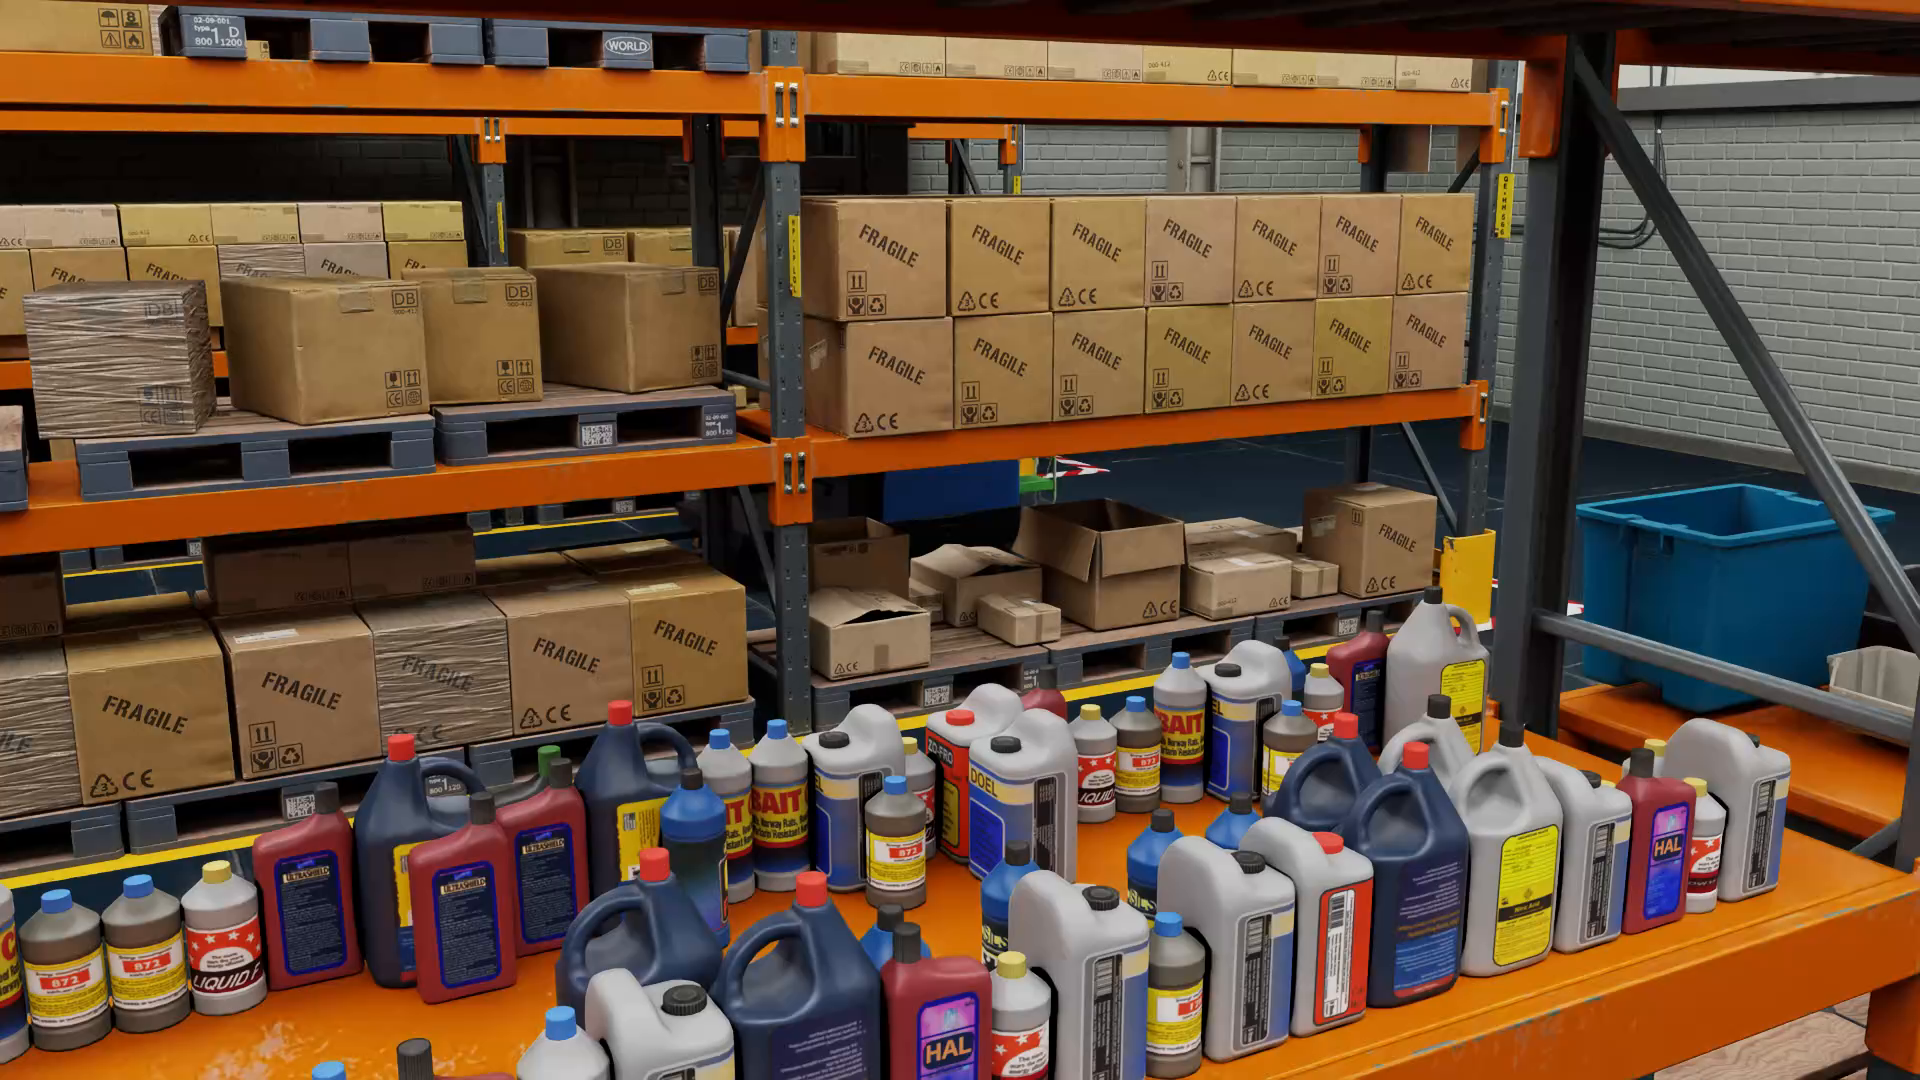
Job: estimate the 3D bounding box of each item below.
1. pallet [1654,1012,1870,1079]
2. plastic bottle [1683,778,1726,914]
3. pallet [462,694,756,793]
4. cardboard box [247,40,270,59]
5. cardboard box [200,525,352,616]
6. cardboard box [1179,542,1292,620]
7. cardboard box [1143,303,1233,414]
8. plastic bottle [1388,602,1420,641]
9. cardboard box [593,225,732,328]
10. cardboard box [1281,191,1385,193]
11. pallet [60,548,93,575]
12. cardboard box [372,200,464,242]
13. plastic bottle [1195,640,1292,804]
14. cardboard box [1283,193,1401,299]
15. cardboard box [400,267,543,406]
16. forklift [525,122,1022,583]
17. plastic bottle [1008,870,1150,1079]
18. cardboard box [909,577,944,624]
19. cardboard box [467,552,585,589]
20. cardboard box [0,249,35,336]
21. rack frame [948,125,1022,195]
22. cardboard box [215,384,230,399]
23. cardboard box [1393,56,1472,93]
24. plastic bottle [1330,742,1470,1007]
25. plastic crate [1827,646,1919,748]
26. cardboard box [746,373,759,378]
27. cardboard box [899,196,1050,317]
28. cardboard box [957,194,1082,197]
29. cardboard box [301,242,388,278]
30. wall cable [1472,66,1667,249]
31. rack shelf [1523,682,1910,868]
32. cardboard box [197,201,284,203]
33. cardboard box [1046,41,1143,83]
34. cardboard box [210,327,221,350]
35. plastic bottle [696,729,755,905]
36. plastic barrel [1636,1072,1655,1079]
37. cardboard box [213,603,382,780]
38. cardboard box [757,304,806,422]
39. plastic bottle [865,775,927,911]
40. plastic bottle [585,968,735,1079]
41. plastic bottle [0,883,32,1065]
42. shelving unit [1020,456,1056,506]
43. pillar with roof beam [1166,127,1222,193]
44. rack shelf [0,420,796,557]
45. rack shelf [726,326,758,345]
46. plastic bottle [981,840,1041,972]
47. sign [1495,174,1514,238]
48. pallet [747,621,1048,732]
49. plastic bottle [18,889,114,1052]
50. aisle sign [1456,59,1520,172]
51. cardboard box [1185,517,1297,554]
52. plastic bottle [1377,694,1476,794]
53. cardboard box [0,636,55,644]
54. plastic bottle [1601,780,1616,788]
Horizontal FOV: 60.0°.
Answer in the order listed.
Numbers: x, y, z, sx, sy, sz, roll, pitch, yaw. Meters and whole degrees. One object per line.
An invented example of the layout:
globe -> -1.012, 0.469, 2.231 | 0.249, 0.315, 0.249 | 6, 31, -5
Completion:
pallet -> 2.054, 1.533, 3.818 | 1.213, 0.211, 1.003 | -7, 14, -28
plastic bottle -> 1.148, 0.475, 2.618 | 0.097, 0.201, 0.097 | 0, 13, 0
pallet -> -1.638, 0.755, 7.272 | 1.213, 0.211, 1.003 | -7, 14, -28
cardboard box -> -4.602, -3.237, 10.597 | 0.500, 0.500, 0.700 | -7, 15, -29
cardboard box -> -2.802, 0.103, 6.803 | 0.500, 0.250, 0.500 | -7, 15, -29
cardboard box -> 1.361, 0.207, 8.619 | 0.500, 0.250, 0.500 | -7, 14, -28
cardboard box -> 0.969, -0.908, 8.086 | 0.500, 0.500, 0.500 | -7, 14, -29
plastic bottle -> 0.901, 0.270, 3.342 | 0.133, 0.283, 0.061 | -7, 14, -28
cardboard box -> -2.192, -1.928, 12.162 | 0.700, 0.700, 0.980 | -7, 15, -29
cardboard box -> 2.053, -1.659, 9.146 | 0.500, 0.500, 0.500 | -6, 14, -26
pallet -> -6.102, 0.061, 10.359 | 1.213, 0.211, 1.003 | -7, 14, -28
cardboard box -> -3.607, -2.123, 11.053 | 0.500, 0.250, 0.500 | -6, 14, -26
plastic bottle -> 0.518, 0.331, 3.088 | 0.135, 0.276, 0.152 | -7, 14, -28
cardboard box -> 1.867, -1.502, 8.447 | 0.500, 0.500, 0.500 | -6, 14, -26
cardboard box -> -2.039, -0.860, 6.916 | 0.500, 0.500, 0.700 | -4, 13, -19
forklift -> -1.122, -1.275, 10.100 | 3.031, 2.935, 1.130 | -8, 15, -31
plastic bottle -> 0.152, 0.551, 2.110 | 0.135, 0.276, 0.152 | -7, 14, -28
cardboard box -> -0.278, 0.313, 8.379 | 0.250, 0.149, 0.380 | -7, 14, -28
cardboard box -> -1.947, 0.369, 7.328 | 0.500, 0.500, 0.500 | -7, 14, -27
cardboard box -> -5.817, -1.490, 9.948 | 0.500, 0.500, 0.500 | -6, 14, -26
rack frame -> 0.192, -2.073, 13.489 | 0.127, 3.000, 1.000 | -7, 14, -28
cardboard box -> -4.606, -0.621, 10.976 | 0.750, 0.750, 0.750 | -6, 14, -26
cardboard box -> 2.244, -2.404, 8.470 | 0.500, 0.250, 0.500 | -7, 14, -28
plastic bottle -> 0.615, 0.460, 2.344 | 0.185, 0.351, 0.144 | -7, 14, -28
plastic crate -> 1.905, 0.335, 3.253 | 0.243, 0.136, 0.396 | -7, 14, -28
cardboard box -> -1.473, -1.200, 12.868 | 0.250, 0.149, 0.380 | -7, 14, -27
cardboard box -> 0.059, -1.284, 7.479 | 0.500, 0.500, 0.500 | -7, 15, -30
cardboard box -> 0.268, -1.445, 8.193 | 0.500, 0.500, 0.500 | -7, 14, -27
cardboard box -> -4.047, -1.703, 10.894 | 0.500, 0.500, 0.500 | -7, 14, -27
wall cable -> 5.327, -4.011, 15.509 | 0.112, 2.526, 3.097 | -7, 14, -28
rack shelf -> 3.183, 0.398, 4.149 | 4.000, 0.370, 1.077 | -7, 14, -28
cardboard box -> -4.741, -2.114, 11.010 | 0.500, 0.250, 0.500 | -7, 15, -30
cardboard box -> 0.483, -2.196, 7.544 | 0.500, 0.250, 0.500 | -7, 14, -28
cardboard box -> -4.855, -1.298, 10.573 | 0.250, 0.149, 0.380 | -6, 14, -26
plastic bottle -> -0.378, 0.434, 2.642 | 0.097, 0.271, 0.097 | 0, 13, 0
plastic barrel -> 0.942, 1.130, 3.080 | 0.708, 0.901, 0.600 | -7, 14, -28
cardboard box -> -2.562, 0.571, 6.431 | 0.500, 0.500, 0.500 | -7, 15, -30
cardboard box -> -0.627, -0.849, 7.821 | 0.500, 0.500, 0.500 | -7, 14, -27
plastic bottle -> -0.101, 0.473, 2.628 | 0.097, 0.201, 0.097 | 0, 13, 0
plastic bottle -> -0.331, 0.609, 1.853 | 0.135, 0.276, 0.152 | -7, 14, -28
plastic bottle -> -1.278, 0.542, 2.162 | 0.097, 0.271, 0.097 | 0, 13, 0
shelving unit -> 0.377, -0.639, 11.216 | 0.503, 1.200, 0.258 | -8, 15, -31
pillar with roof beam -> 4.210, -4.621, 11.146 | 0.400, 9.000, 9.100 | -7, 14, -28
rack shelf -> -2.698, -0.137, 6.523 | 4.000, 0.370, 1.077 | -7, 14, -28
rack shelf -> -1.564, -1.512, 12.633 | 4.000, 0.370, 1.077 | -7, 14, -28
plastic bottle -> 0.076, 0.532, 2.209 | 0.097, 0.271, 0.097 | 0, 13, 0
sign -> 2.817, -1.729, 8.602 | 0.005, 0.325, 0.100 | -7, 14, -28
pallet -> -0.339, 0.590, 8.005 | 1.213, 0.211, 1.003 | -7, 14, -28
plastic bottle -> -1.193, 0.566, 2.215 | 0.097, 0.201, 0.097 | 0, 13, 0
aisle sign -> 2.775, -2.335, 8.733 | 0.004, 0.787, 0.394 | -7, 14, -28
cardboard box -> 1.516, 0.063, 9.257 | 0.500, 0.250, 0.500 | -7, 14, -28
plastic bottle -> 0.709, 0.413, 2.554 | 0.185, 0.351, 0.144 | -7, 14, -28
cardboard box -> -3.745, 0.584, 6.373 | 0.500, 0.500, 0.500 | -6, 14, -26
plastic bottle -> 1.002, 0.477, 2.608 | 0.097, 0.201, 0.097 | 0, 13, 0
